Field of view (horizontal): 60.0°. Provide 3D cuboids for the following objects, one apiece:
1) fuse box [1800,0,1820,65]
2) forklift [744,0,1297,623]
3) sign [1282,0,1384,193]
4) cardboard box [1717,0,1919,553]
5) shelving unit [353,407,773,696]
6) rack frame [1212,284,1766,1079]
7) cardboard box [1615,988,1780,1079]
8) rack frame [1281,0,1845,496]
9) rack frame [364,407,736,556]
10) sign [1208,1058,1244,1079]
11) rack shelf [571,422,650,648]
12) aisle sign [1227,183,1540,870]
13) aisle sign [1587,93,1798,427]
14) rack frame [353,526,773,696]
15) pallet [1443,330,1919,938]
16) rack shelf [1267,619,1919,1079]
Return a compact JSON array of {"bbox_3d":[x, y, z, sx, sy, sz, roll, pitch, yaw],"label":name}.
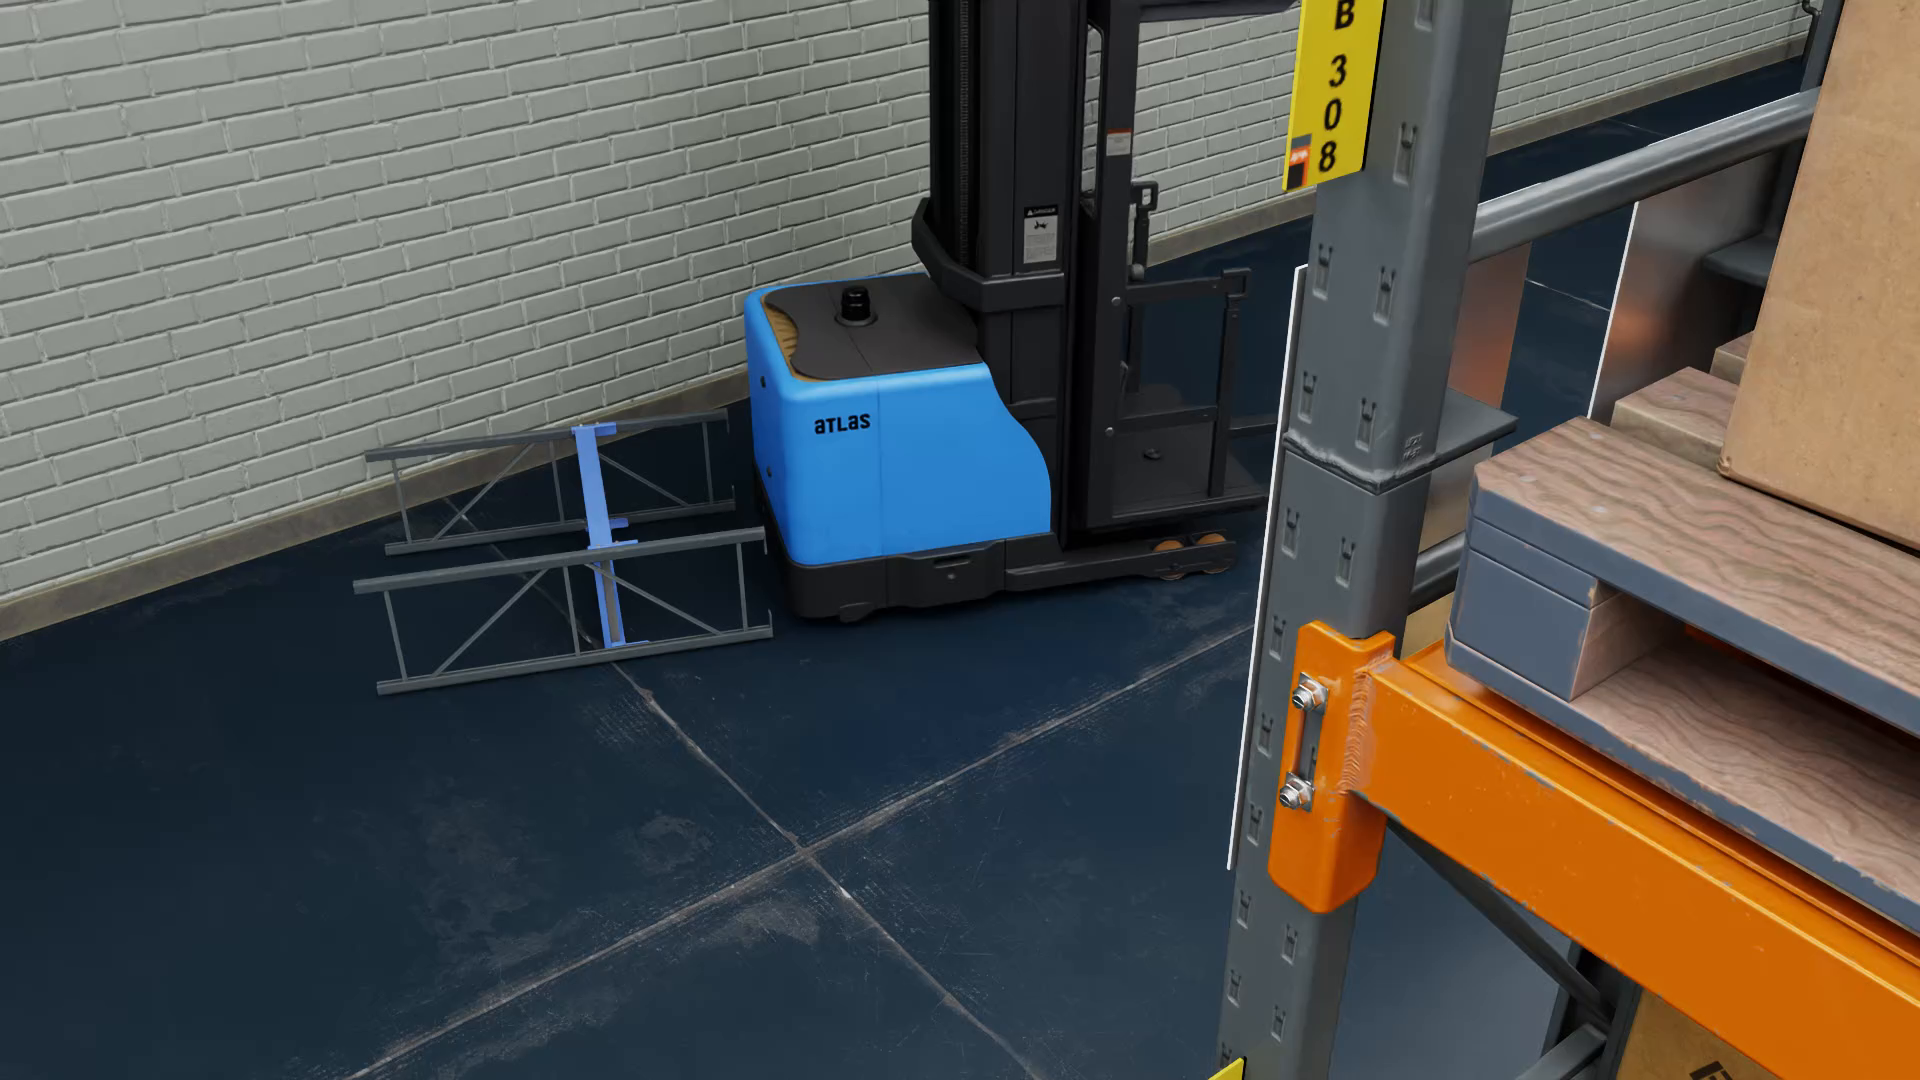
[{"bbox_3d":[6.866,-4.577,12.998,0.539,1.711,0.414,-22,38,-31],"label":"fuse box"},{"bbox_3d":[0.667,-1.336,6.623,3.031,2.935,1.130,-8,33,-13],"label":"forklift"},{"bbox_3d":[0.323,-0.459,1.400,0.100,0.325,0.005,-22,38,-31],"label":"sign"},{"bbox_3d":[1.127,-0.295,1.452,0.700,0.500,0.500,-25,40,-34],"label":"cardboard box"},{"bbox_3d":[-1.600,0.007,6.728,1.500,0.538,1.048,-8,33,-12],"label":"shelving unit"},{"bbox_3d":[0.766,1.043,2.728,1.000,3.000,0.127,-22,38,-31],"label":"rack frame"},{"bbox_3d":[1.272,0.780,2.301,0.500,0.500,0.500,-22,38,-31],"label":"cardboard box"},{"bbox_3d":[0.766,-1.505,1.145,1.000,3.000,0.127,-22,38,-31],"label":"rack frame"},{"bbox_3d":[-1.729,-0.252,7.146,1.500,0.500,0.032,-8,33,-12],"label":"rack frame"},{"bbox_3d":[0.323,0.819,2.193,0.100,0.325,0.005,-22,38,-31],"label":"sign"},{"bbox_3d":[-1.426,-0.017,6.767,0.185,0.538,1.000,-8,33,-12],"label":"rack shelf"},{"bbox_3d":[0.484,0.006,1.934,0.394,0.787,0.004,-22,38,-31],"label":"aisle sign"},{"bbox_3d":[0.958,-0.188,2.246,0.394,0.787,0.004,-22,38,-31],"label":"aisle sign"},{"bbox_3d":[-1.470,0.266,6.311,1.500,0.500,0.032,-8,33,-12],"label":"rack frame"},{"bbox_3d":[1.229,0.112,1.467,1.003,0.211,1.213,-22,38,-31],"label":"pallet"},{"bbox_3d":[1.992,0.908,0.784,1.077,0.370,4.000,-22,38,-31],"label":"rack shelf"}]
